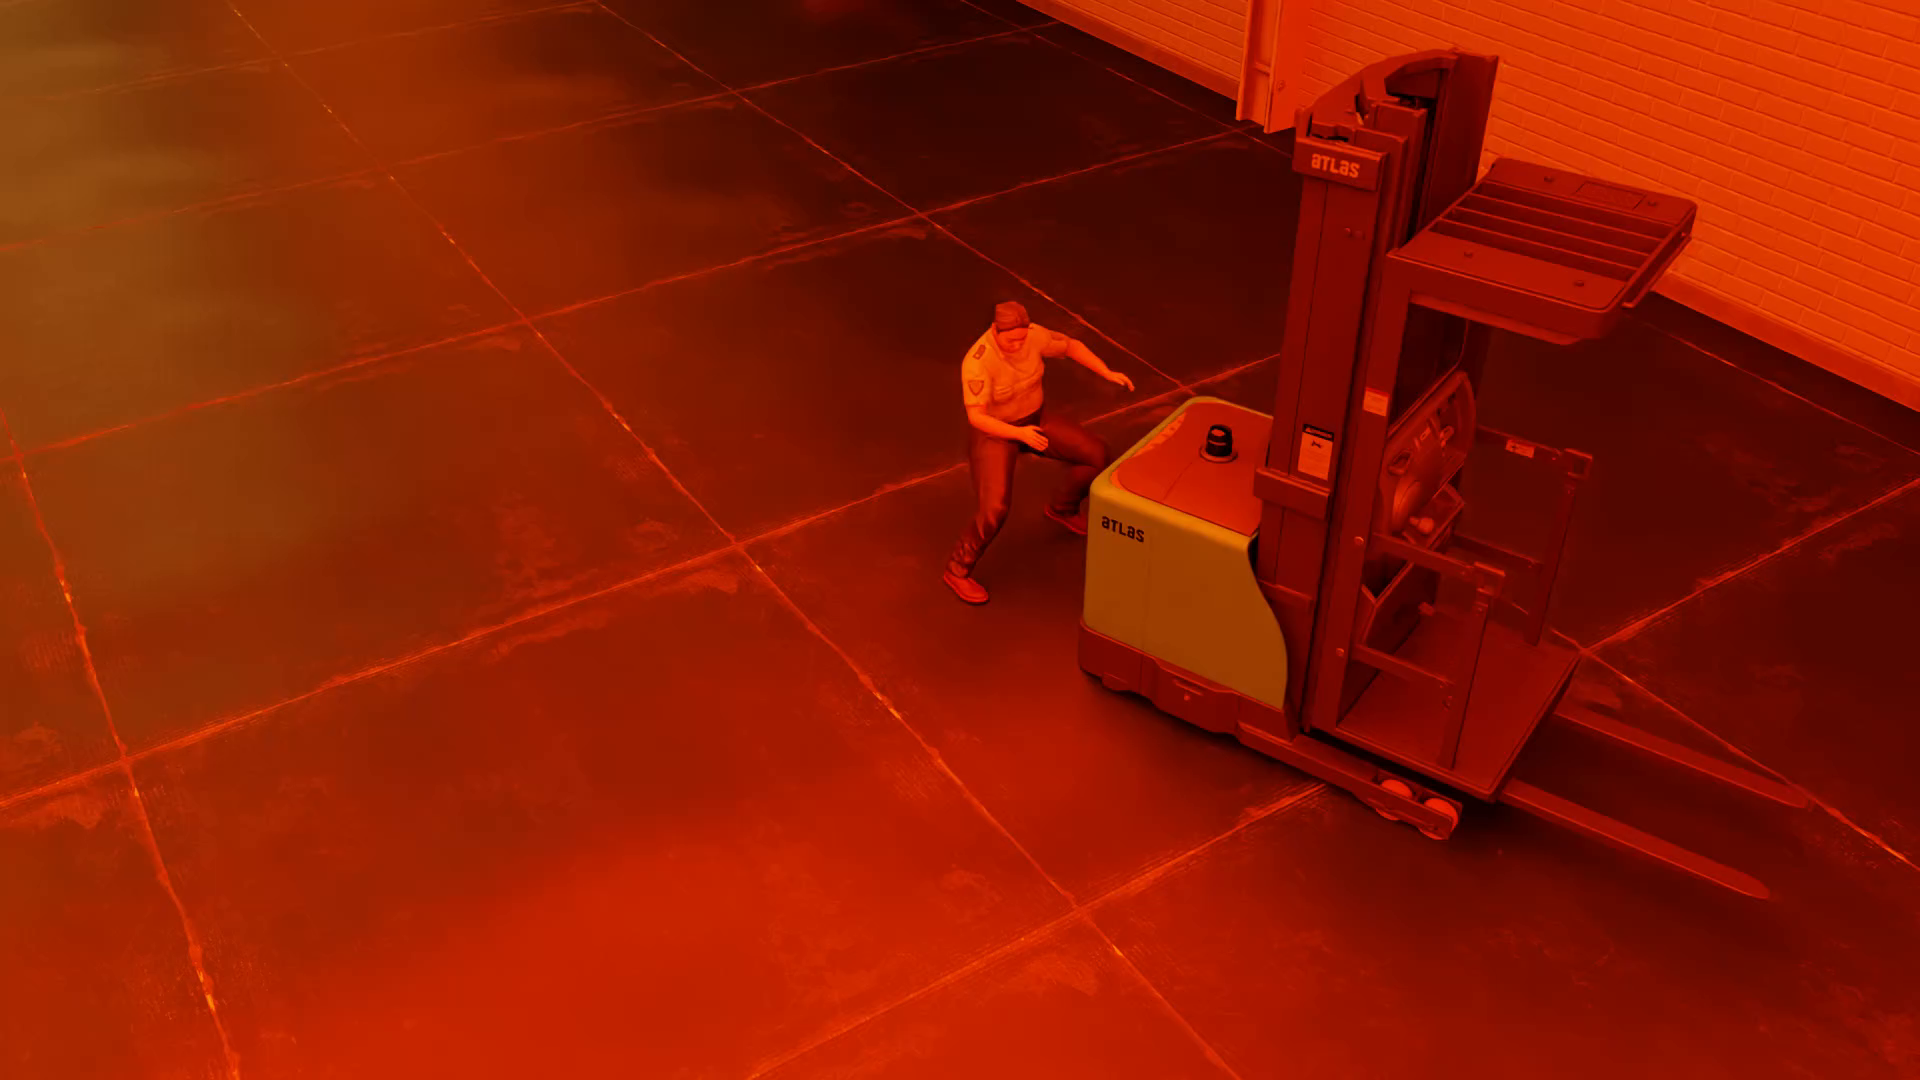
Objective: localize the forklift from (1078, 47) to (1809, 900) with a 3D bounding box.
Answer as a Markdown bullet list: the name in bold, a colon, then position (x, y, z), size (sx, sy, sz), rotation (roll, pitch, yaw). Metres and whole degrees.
- **forklift**: position (2.044, -0.304, 6.580), size (3.031, 2.935, 1.130), rotation (22, 41, 28)

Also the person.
- **person**: position (0.343, -0.489, 8.151), size (0.952, 1.427, 0.711), rotation (-21, 40, -27)
